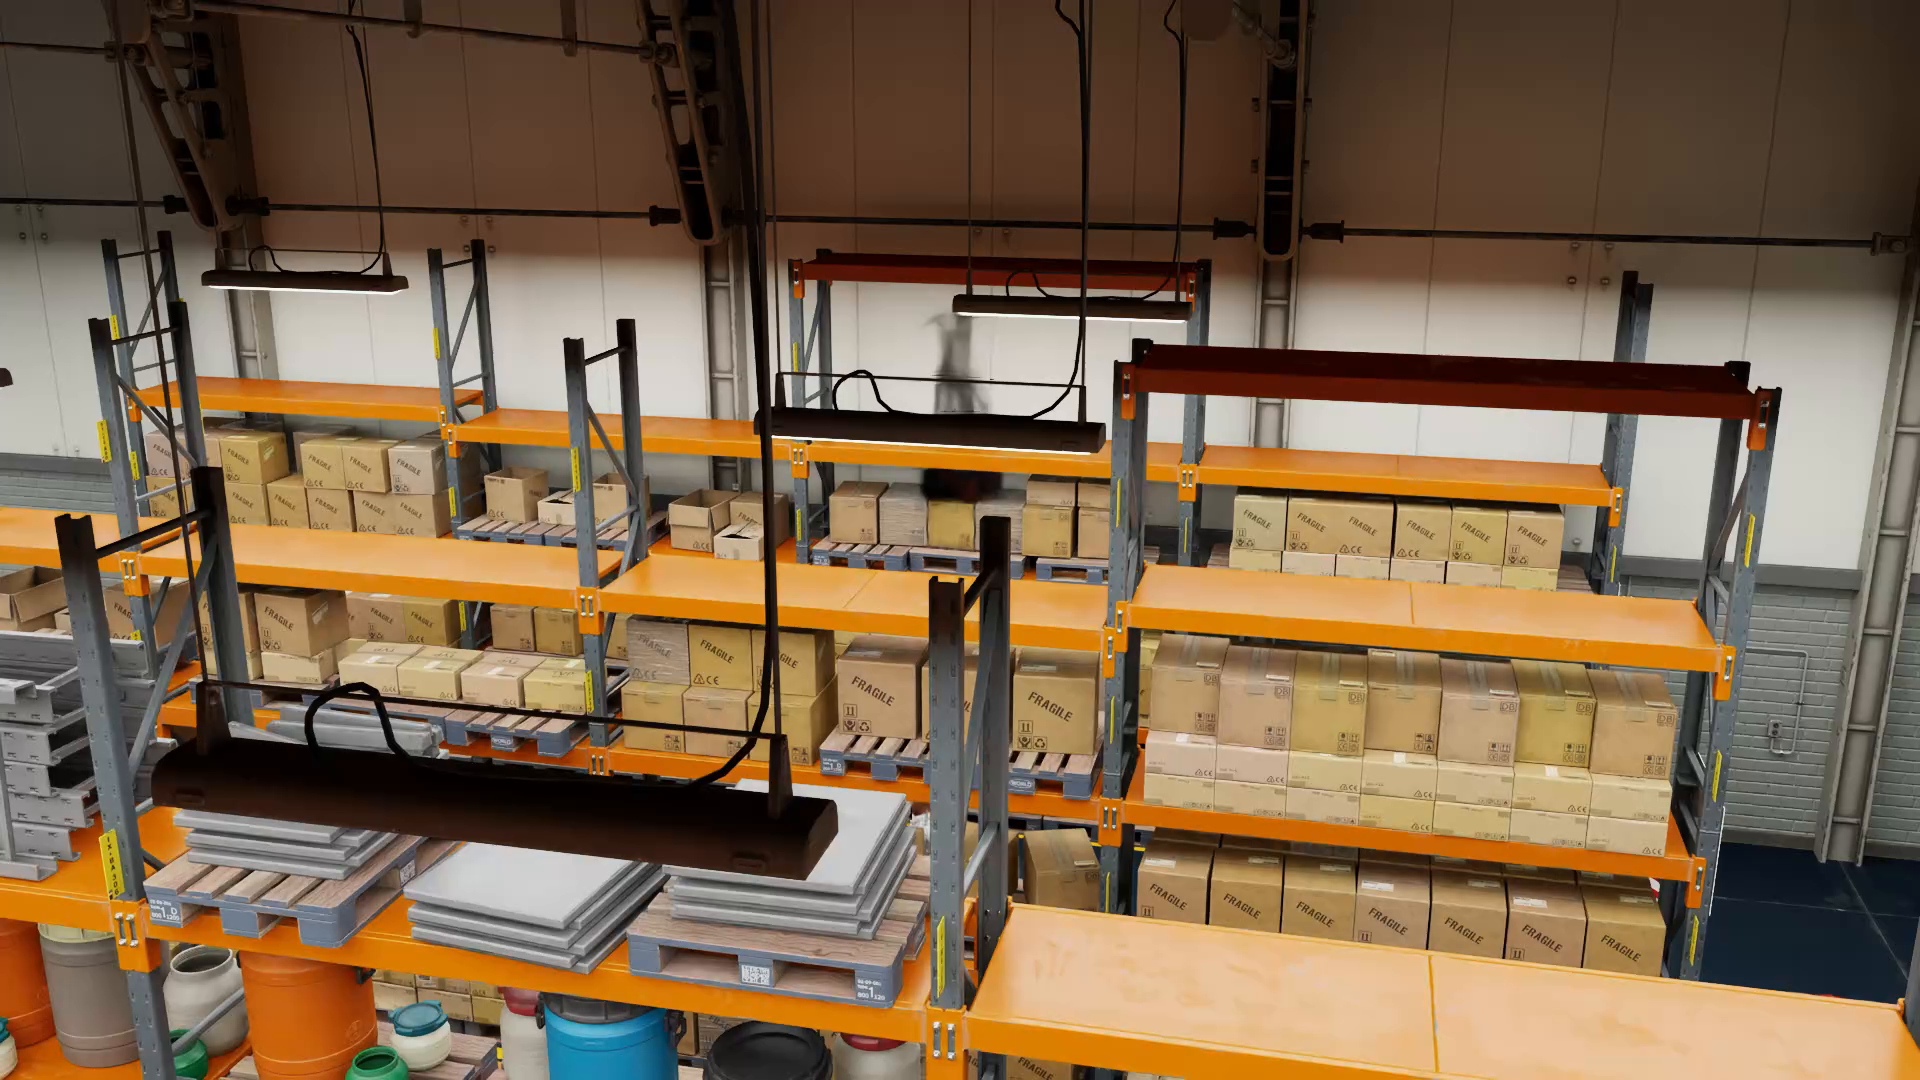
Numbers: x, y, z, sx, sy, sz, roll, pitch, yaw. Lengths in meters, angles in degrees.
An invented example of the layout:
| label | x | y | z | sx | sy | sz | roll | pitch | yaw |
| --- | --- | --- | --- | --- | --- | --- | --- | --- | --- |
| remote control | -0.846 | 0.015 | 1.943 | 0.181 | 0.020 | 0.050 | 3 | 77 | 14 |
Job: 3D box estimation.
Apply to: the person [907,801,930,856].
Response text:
| label | x | y | z | sx | sy | sz | roll | pitch | yaw |
| --- | --- | --- | --- | --- | --- | --- | --- | --- | --- |
| person | -0.276 | 3.026 | 15.004 | 0.814 | 1.786 | 0.673 | 2 | 16 | 8 |
